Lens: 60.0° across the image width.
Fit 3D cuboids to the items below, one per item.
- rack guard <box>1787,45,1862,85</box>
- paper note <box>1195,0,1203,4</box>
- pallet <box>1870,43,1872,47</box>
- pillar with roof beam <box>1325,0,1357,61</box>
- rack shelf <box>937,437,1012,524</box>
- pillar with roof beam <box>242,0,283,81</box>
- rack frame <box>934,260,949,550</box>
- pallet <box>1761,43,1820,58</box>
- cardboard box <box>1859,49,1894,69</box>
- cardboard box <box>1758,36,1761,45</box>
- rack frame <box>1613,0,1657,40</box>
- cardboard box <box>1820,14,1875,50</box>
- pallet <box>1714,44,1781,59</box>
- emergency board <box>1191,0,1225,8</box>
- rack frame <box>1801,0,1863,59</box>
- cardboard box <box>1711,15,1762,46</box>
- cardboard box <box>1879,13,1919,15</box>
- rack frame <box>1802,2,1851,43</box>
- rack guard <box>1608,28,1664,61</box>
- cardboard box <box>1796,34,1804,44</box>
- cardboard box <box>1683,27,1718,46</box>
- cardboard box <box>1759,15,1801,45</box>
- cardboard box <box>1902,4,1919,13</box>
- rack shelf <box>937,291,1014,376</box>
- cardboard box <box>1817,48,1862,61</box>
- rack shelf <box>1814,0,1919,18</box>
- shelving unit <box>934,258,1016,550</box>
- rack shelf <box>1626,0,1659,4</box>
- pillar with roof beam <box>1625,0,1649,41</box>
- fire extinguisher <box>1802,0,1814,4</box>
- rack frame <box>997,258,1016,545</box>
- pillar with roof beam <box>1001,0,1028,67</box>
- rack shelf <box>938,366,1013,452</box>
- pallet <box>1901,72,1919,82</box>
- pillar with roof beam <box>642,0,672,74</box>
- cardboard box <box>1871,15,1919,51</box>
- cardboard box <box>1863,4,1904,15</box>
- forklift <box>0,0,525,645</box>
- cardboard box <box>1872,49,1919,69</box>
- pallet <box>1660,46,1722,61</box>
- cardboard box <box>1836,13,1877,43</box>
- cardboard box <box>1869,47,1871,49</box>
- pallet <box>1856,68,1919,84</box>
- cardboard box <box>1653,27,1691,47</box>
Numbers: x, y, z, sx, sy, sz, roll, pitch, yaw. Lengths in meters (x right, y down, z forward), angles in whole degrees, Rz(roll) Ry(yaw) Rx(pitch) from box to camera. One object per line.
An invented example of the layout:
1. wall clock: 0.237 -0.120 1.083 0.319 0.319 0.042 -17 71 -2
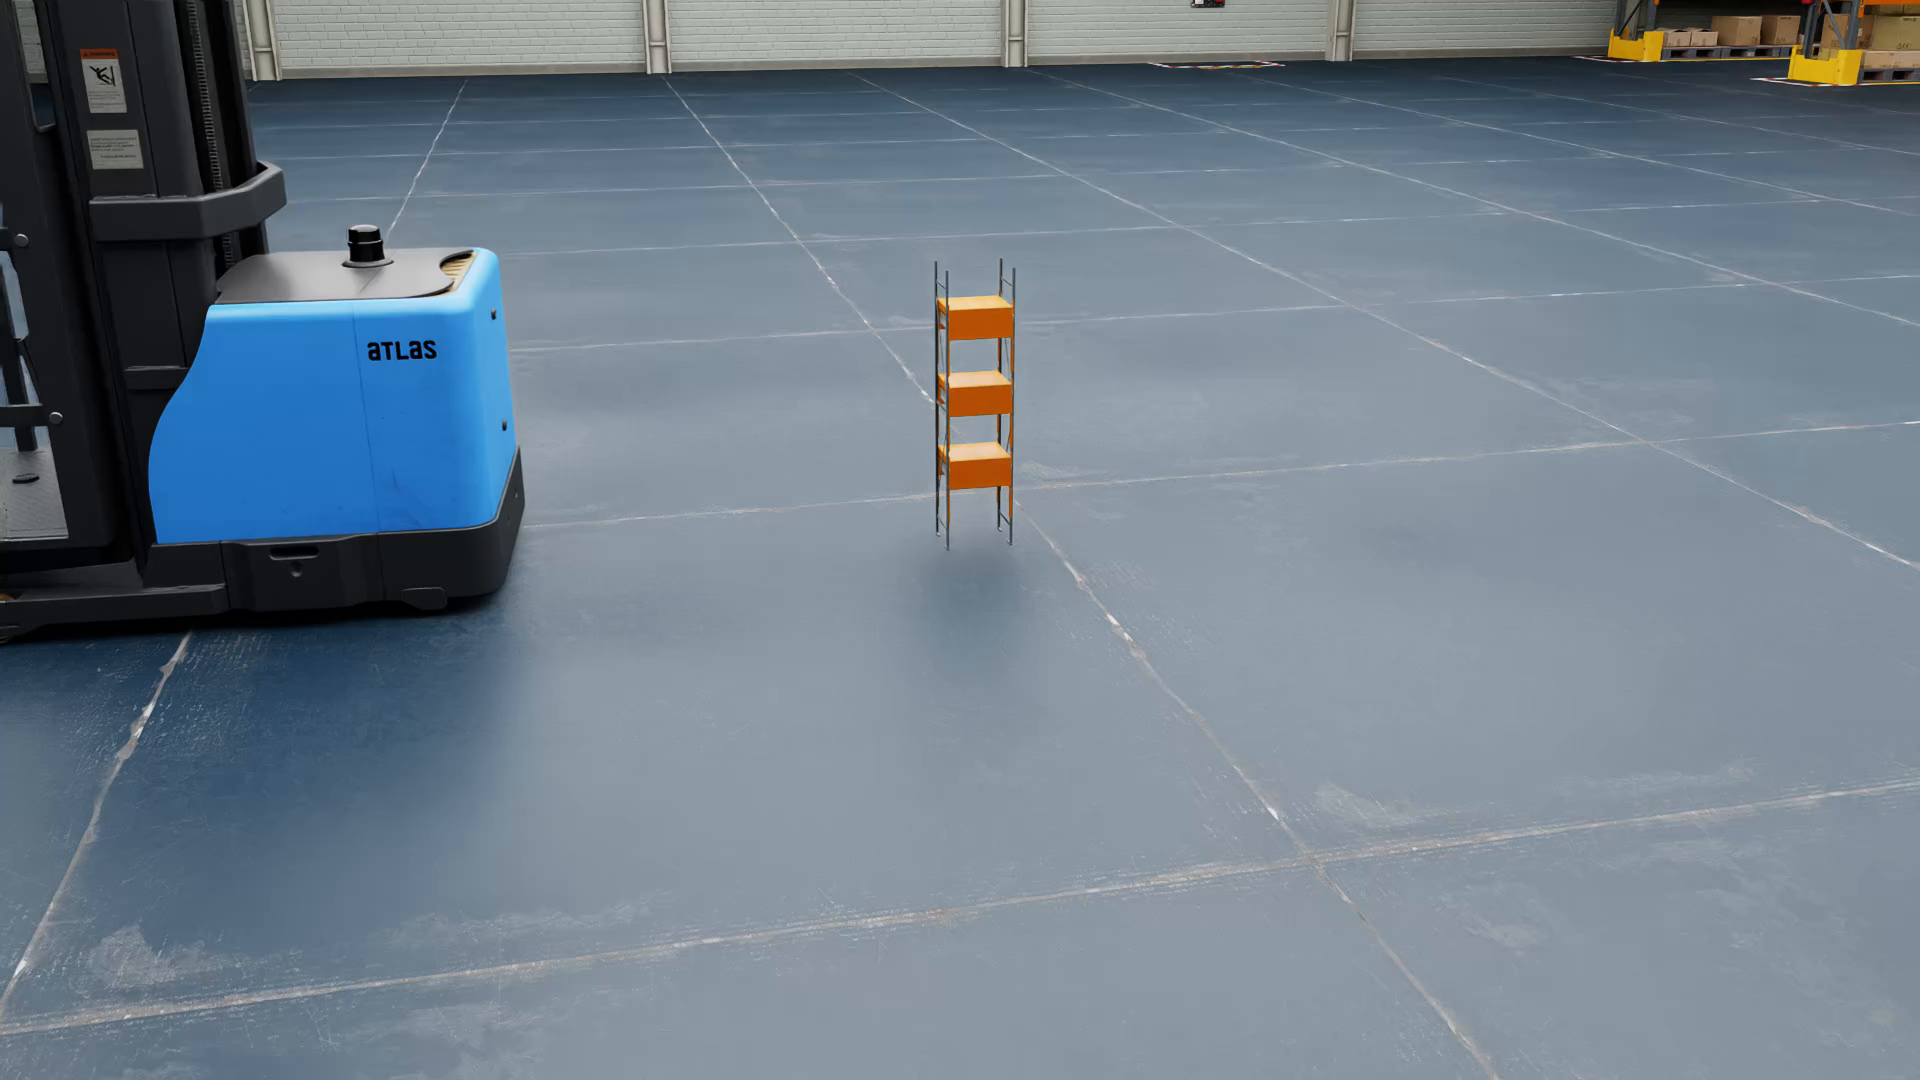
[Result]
1. rack guard: 13.240 -7.285 25.475 0.348 0.500 1.175 -5 21 -12
2. paper note: 4.161 -9.401 28.899 0.142 0.148 0.016 -5 21 -12
3. pallet: 16.770 -9.188 31.090 1.213 0.211 1.003 -5 21 -12
4. pillar with roof beam: 7.754 -11.365 24.256 0.400 9.000 9.100 -5 21 -12
5. rack shelf: 0.052 -0.226 6.245 0.240 0.259 0.215 -5 21 -12
6. pillar with roof beam: -9.763 -9.940 20.367 0.400 9.000 9.100 -5 21 -12
7. rack frame: -0.067 -0.488 6.119 0.008 1.050 0.200 -5 21 -12
8. pallet: 15.367 -9.061 30.743 1.213 0.211 1.003 -5 21 -12
9. cardboard box: 13.836 -7.335 25.364 0.500 0.250 0.500 -5 21 -12
10. cardboard box: 14.451 -9.183 30.528 0.250 0.149 0.380 -6 21 -17
11. rack frame: 12.120 -10.119 29.577 0.127 3.000 1.000 -5 21 -12
12. cardboard box: 13.717 -7.861 25.710 0.500 0.500 0.500 -5 21 -12
13. pallet: 14.177 -8.963 30.476 1.213 0.211 1.003 -5 21 -12
14. emergency board: 4.349 -9.806 28.723 0.643 1.169 0.194 -5 21 -12
15. rack frame: 13.263 -8.461 25.051 0.127 3.000 1.000 -5 21 -12
16. cardboard box: 14.094 -9.263 30.234 0.500 0.500 0.700 -6 21 -16
17. cardboard box: 14.686 -7.945 25.940 0.500 0.500 0.500 -5 21 -12
18. rack frame: 16.012 -10.435 30.441 0.127 3.000 1.000 -5 21 -12
19. rack guard: 12.194 -8.951 30.023 0.348 0.500 1.175 -5 21 -12
20. cardboard box: 15.499 -9.259 30.709 0.250 0.166 0.380 -7 21 -20
21. cardboard box: 13.369 -9.132 30.154 0.500 0.311 0.500 -3 20 -8
22. cardboard box: 15.012 -9.373 30.534 0.500 0.500 0.500 -6 21 -17
23. cardboard box: 17.658 -9.962 31.055 0.500 0.250 0.500 -5 21 -14
24. rack shelf: 0.052 -0.754 6.052 0.240 0.259 0.215 -5 21 -12
25. cardboard box: 13.717 -7.508 25.837 0.500 0.250 0.500 -5 21 -12
26. rack shelf: 15.210 -8.281 25.607 4.000 0.370 1.077 -5 21 -12
27. shelving unit: 0.052 -0.497 6.146 0.252 1.050 0.215 -5 21 -12
28. rack shelf: 14.066 -9.939 30.132 4.000 0.370 1.077 -5 21 -12
29. pillar with roof beam: 13.593 -11.840 25.553 0.400 9.000 9.100 -5 21 -12
30. fire extinguisher: 13.041 -8.571 25.463 0.183 0.674 0.296 -5 21 -12
31. rack frame: 0.171 -0.507 6.172 0.008 1.050 0.200 -5 21 -12
32. pillar with roof beam: 1.915 -10.890 22.960 0.400 9.000 9.100 -5 21 -12
33. rack shelf: 0.052 -0.487 6.149 0.240 0.259 0.215 -5 21 -12
34. pallet: 15.183 -7.321 25.994 1.213 0.211 1.003 -5 21 -12
35. pillar with roof beam: -3.924 -10.415 21.663 0.400 9.000 9.100 -5 21 -12
36. cardboard box: 14.322 -7.727 25.345 0.500 0.500 0.500 -5 21 -12
37. cardboard box: 17.153 -9.920 30.939 0.500 0.250 0.500 -5 21 -14
38. forklift: -3.123 -1.220 5.383 3.031 2.935 1.130 -3 20 -9
39. cardboard box: 14.322 -7.376 25.475 0.500 0.250 0.500 -5 21 -12
40. pallet: 12.992 -8.868 30.216 1.213 0.211 1.003 -5 21 -12
41. cardboard box: 16.725 -9.532 30.969 0.500 0.500 0.700 -4 20 -11
42. cardboard box: 14.201 -7.552 25.956 0.500 0.250 0.500 -5 21 -12
43. pallet: 13.998 -7.226 25.734 1.213 0.211 1.003 -5 21 -12
44. cardboard box: 12.814 -9.087 30.031 0.500 0.311 0.500 -7 21 -19
